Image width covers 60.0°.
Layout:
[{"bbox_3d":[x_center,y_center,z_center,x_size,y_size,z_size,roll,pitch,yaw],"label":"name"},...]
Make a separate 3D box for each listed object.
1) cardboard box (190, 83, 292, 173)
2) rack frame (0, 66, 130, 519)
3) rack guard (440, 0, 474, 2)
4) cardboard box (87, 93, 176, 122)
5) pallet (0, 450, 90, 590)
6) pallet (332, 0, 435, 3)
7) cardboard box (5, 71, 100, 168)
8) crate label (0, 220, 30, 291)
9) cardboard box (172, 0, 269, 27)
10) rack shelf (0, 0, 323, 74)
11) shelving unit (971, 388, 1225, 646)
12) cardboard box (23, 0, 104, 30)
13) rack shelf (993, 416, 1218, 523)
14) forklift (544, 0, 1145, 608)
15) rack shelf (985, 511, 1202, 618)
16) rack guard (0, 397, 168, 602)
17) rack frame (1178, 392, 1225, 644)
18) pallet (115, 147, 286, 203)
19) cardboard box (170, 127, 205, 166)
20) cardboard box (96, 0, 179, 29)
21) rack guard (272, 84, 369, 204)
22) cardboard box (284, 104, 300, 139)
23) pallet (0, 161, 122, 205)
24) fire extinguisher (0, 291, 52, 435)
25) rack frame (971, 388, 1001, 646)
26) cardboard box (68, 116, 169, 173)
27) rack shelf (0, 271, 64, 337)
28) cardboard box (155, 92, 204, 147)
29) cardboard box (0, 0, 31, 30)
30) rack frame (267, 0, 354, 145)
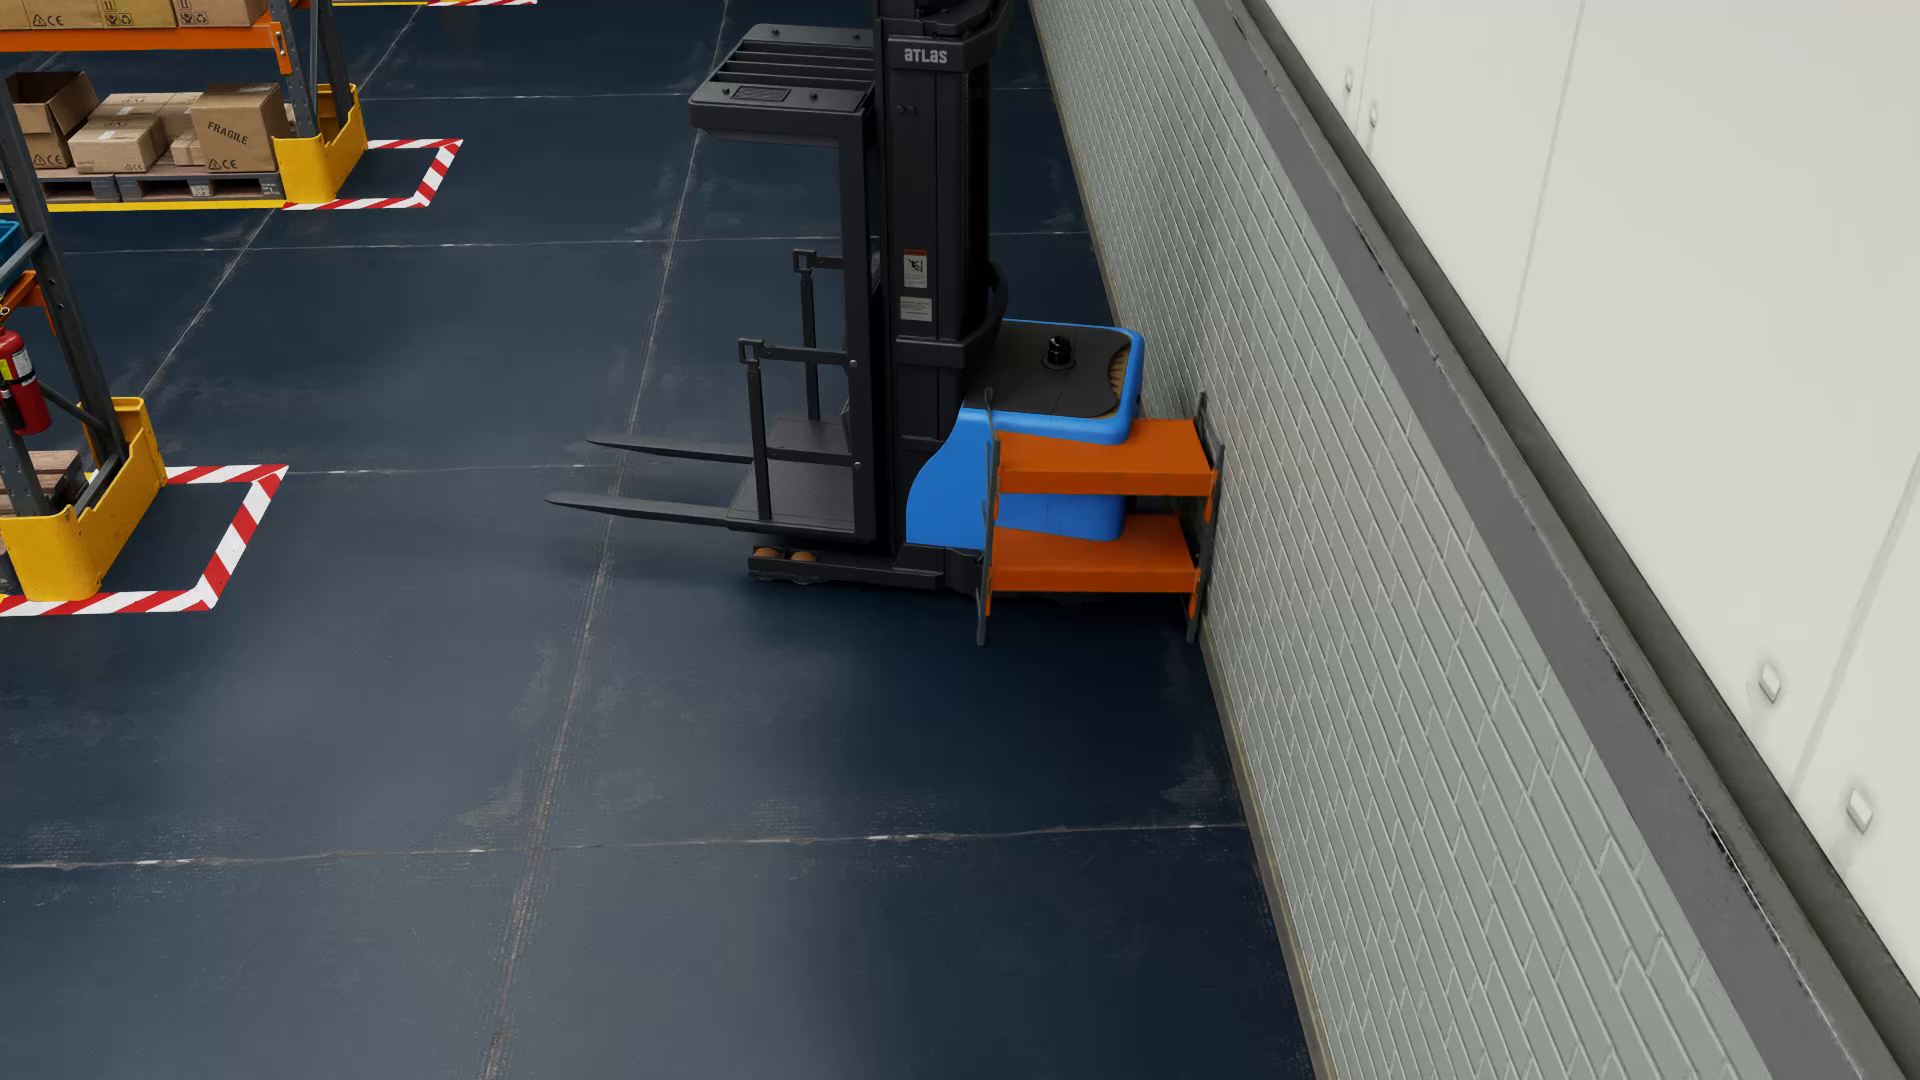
[{"bbox_3d":[-5.325,-3.066,12.354,0.500,0.500,0.500,-2,35,-2],"label":"cardboard box"},{"bbox_3d":[-4.563,-1.252,7.923,0.127,3.000,1.000,-2,35,-2],"label":"rack frame"},{"bbox_3d":[-5.008,-5.856,16.772,0.348,0.500,1.175,-2,35,-2],"label":"rack guard"},{"bbox_3d":[-6.349,-3.237,12.821,0.500,0.250,0.500,-2,35,-2],"label":"cardboard box"},{"bbox_3d":[-5.389,-0.105,8.716,1.213,0.211,1.003,-2,35,-2],"label":"pallet"},{"bbox_3d":[-5.827,-5.670,16.758,1.213,0.211,1.003,-2,35,-2],"label":"pallet"},{"bbox_3d":[-6.913,-3.167,12.498,0.637,0.503,0.797,-2,35,-2],"label":"cardboard box"},{"bbox_3d":[-4.825,-1.388,8.214,0.303,0.233,0.416,-2,35,-2],"label":"crate label"},{"bbox_3d":[-5.228,-3.942,11.722,0.500,0.500,0.500,-1,35,-1],"label":"cardboard box"},{"bbox_3d":[-6.792,-3.718,12.118,4.000,0.370,1.077,-2,35,-2],"label":"rack shelf"},{"bbox_3d":[0.623,-0.097,7.896,1.048,1.125,0.538,1,33,-5],"label":"shelving unit"},{"bbox_3d":[-6.245,-3.915,11.684,0.500,0.500,0.500,-1,35,-2],"label":"cardboard box"},{"bbox_3d":[0.641,-0.342,7.736,1.000,0.278,0.538,1,33,-5],"label":"rack shelf"},{"bbox_3d":[-0.621,-1.268,8.007,3.031,2.935,1.130,6,35,8],"label":"forklift"},{"bbox_3d":[0.609,0.108,8.029,1.000,0.278,0.538,1,33,-5],"label":"rack shelf"},{"bbox_3d":[-4.540,-0.232,8.646,0.348,0.500,1.175,-2,35,-2],"label":"rack guard"},{"bbox_3d":[1.130,-0.091,7.940,0.032,1.125,0.500,1,33,-5],"label":"rack frame"},{"bbox_3d":[-5.666,-2.896,12.750,1.213,0.211,1.003,-2,35,-2],"label":"pallet"},{"bbox_3d":[-5.734,-2.969,12.507,0.250,0.166,0.380,-2,35,-2],"label":"cardboard box"},{"bbox_3d":[-5.746,-3.926,11.699,0.500,0.500,0.500,-1,35,-2],"label":"cardboard box"},{"bbox_3d":[-4.870,-3.037,12.700,0.348,0.500,1.175,-2,35,-2],"label":"rack guard"},{"bbox_3d":[-5.228,-3.260,12.943,0.250,0.149,0.380,-2,35,-2],"label":"cardboard box"},{"bbox_3d":[-6.882,-2.865,12.705,1.213,0.211,1.003,-2,35,-2],"label":"pallet"},{"bbox_3d":[-4.391,-0.812,7.683,0.183,0.674,0.296,-2,35,-2],"label":"fire extinguisher"},{"bbox_3d":[0.117,-0.103,7.851,0.032,1.125,0.500,1,33,-5],"label":"rack frame"},{"bbox_3d":[-6.276,-2.954,12.413,0.500,0.250,0.500,-2,35,-2],"label":"cardboard box"},{"bbox_3d":[-6.561,-0.902,8.049,4.000,0.370,1.077,-2,35,-2],"label":"rack shelf"},{"bbox_3d":[-5.850,-3.251,12.841,0.500,0.250,0.500,-2,35,-2],"label":"cardboard box"},{"bbox_3d":[-6.748,-3.902,11.664,0.500,0.500,0.500,-2,35,-3],"label":"cardboard box"},{"bbox_3d":[-4.794,-4.067,11.991,0.127,3.000,1.000,-2,35,-2],"label":"rack frame"}]
